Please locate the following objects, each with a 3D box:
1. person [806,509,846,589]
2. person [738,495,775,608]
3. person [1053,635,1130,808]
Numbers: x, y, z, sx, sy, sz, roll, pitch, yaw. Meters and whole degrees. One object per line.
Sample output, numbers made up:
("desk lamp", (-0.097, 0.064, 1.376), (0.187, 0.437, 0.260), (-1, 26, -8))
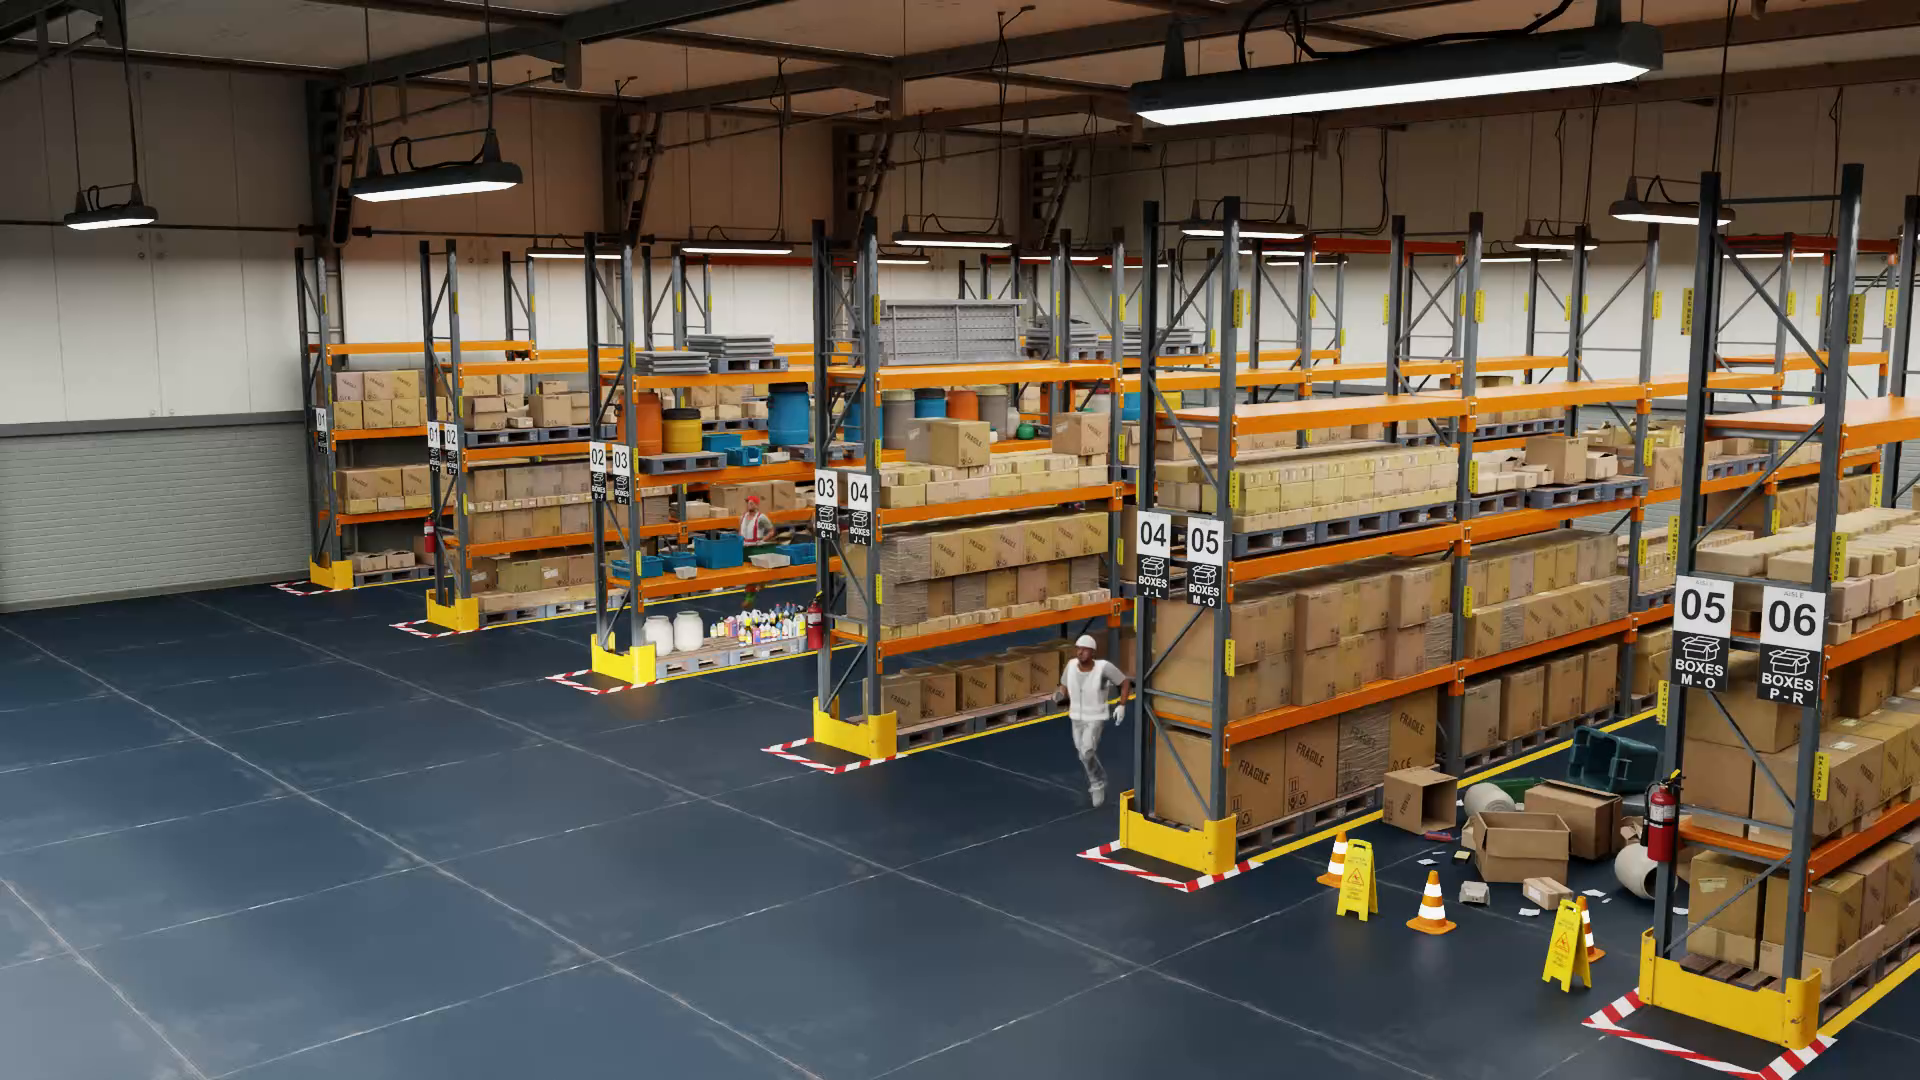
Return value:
("person", (-2.222, 0.087, 27.411), (0.592, 1.787, 0.707), (8, 11, 43))
("person", (-3.259, 0.168, 26.244), (0.655, 1.761, 0.661), (5, 10, 30))
("person", (1.303, 1.826, 16.924), (0.708, 1.755, 0.753), (7, 11, 38))
